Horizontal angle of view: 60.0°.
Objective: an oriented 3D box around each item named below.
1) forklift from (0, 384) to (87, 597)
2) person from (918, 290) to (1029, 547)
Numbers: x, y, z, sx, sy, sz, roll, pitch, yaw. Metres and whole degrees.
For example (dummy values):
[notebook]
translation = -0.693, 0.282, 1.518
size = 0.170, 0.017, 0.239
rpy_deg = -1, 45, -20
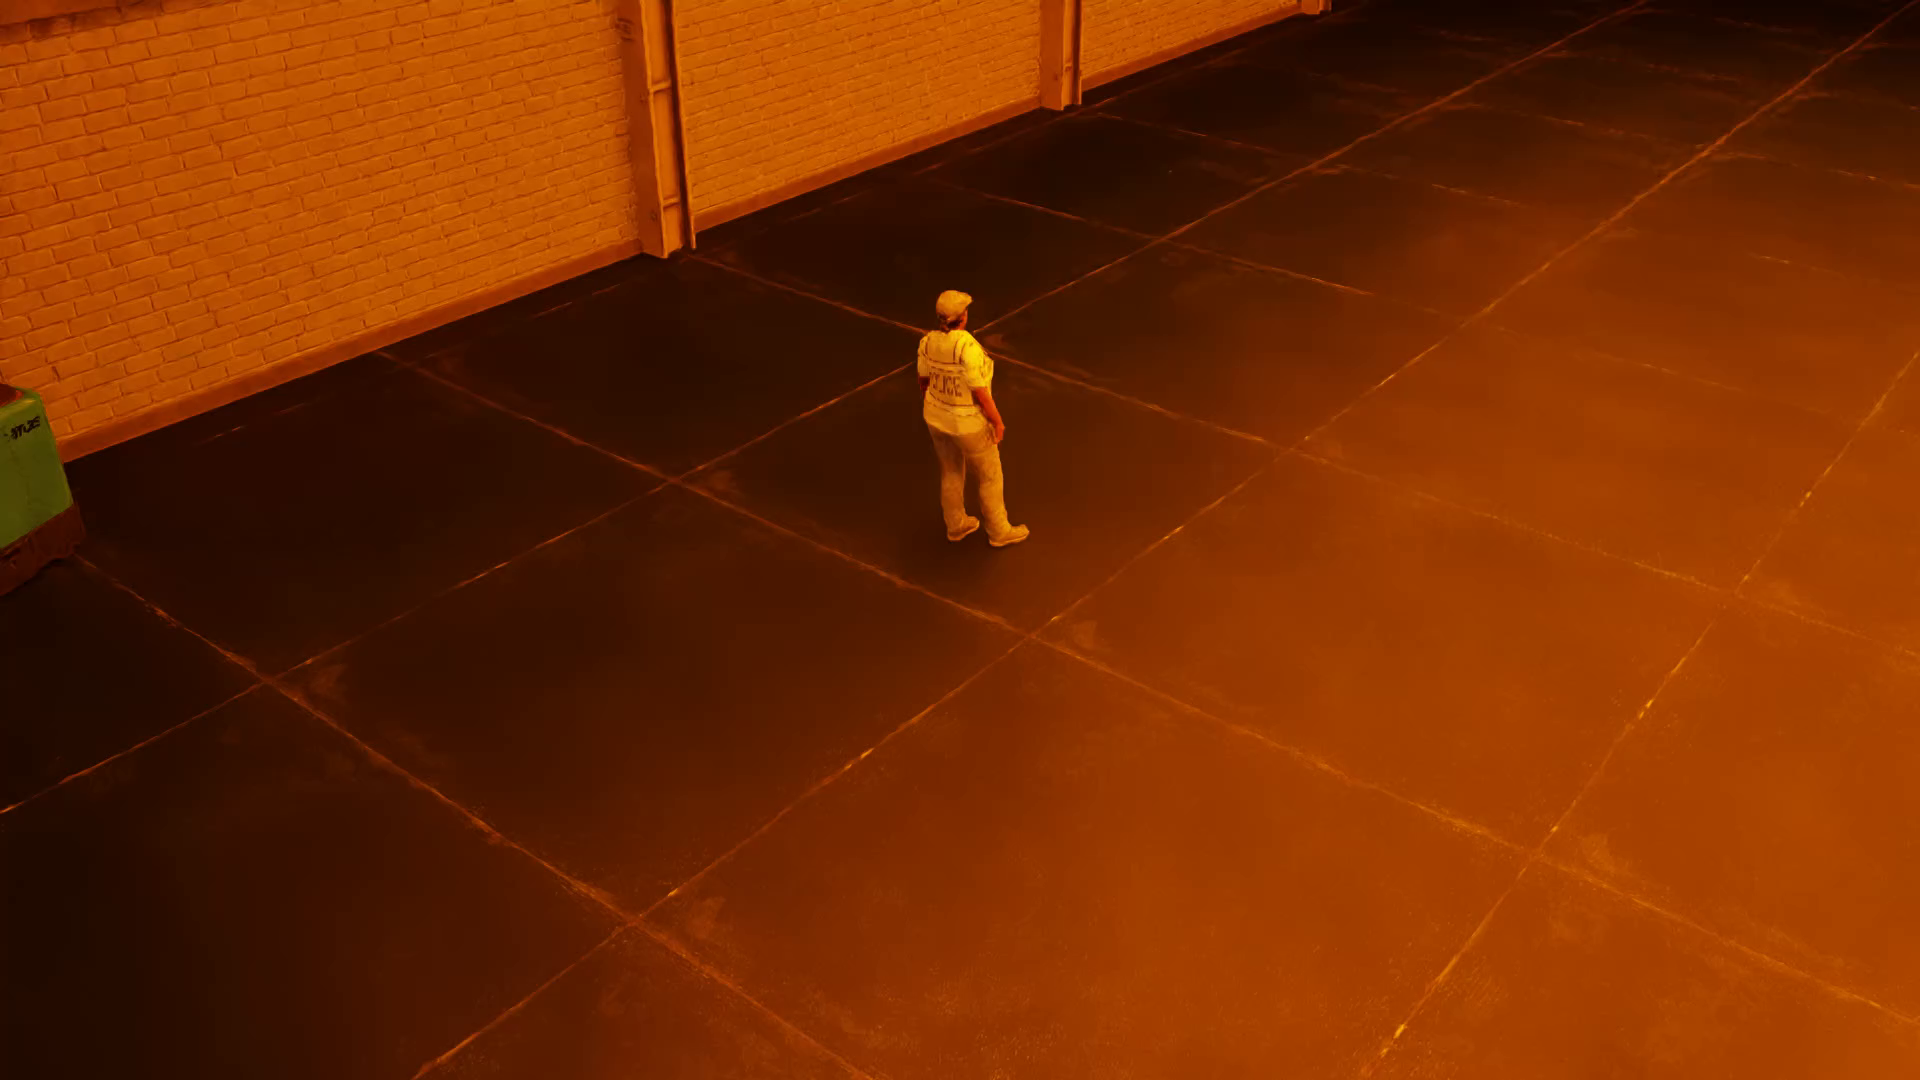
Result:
[forklift]
translation = -6.415, -0.608, 8.636
size = 1.130, 2.935, 3.031
rpy_deg = 10, 32, 16
[person]
translation = 0.066, -0.749, 10.115
size = 0.598, 1.669, 0.529
rpy_deg = 22, 37, 33
